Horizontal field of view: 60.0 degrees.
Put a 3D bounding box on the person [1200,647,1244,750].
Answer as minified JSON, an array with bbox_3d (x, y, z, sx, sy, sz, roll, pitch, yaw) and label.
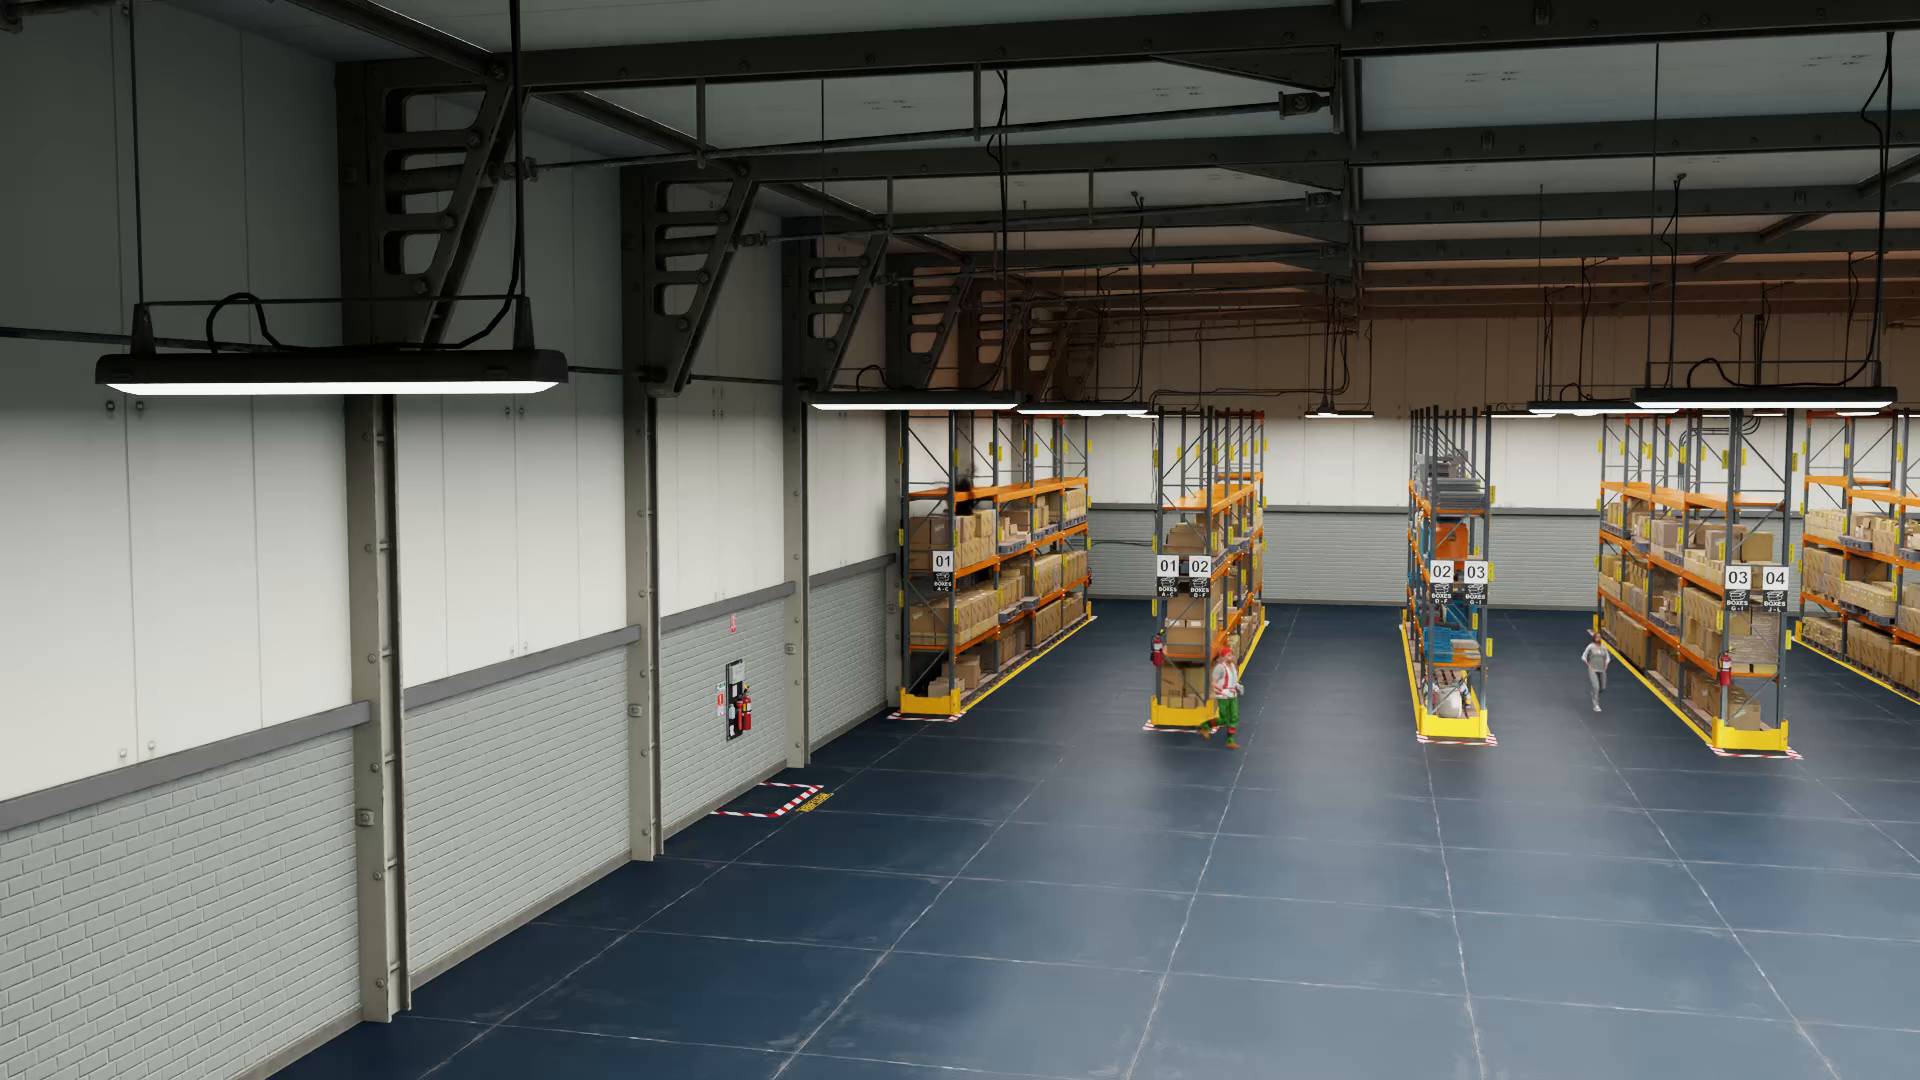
[{"bbox_3d":[4.637,2.759,29.207,0.661,1.772,0.791,-4,6,-43],"label":"person"}]

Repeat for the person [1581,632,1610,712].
[{"bbox_3d":[12.568,2.588,32.877,0.538,1.549,0.608,0,4,4],"label":"person"}]
